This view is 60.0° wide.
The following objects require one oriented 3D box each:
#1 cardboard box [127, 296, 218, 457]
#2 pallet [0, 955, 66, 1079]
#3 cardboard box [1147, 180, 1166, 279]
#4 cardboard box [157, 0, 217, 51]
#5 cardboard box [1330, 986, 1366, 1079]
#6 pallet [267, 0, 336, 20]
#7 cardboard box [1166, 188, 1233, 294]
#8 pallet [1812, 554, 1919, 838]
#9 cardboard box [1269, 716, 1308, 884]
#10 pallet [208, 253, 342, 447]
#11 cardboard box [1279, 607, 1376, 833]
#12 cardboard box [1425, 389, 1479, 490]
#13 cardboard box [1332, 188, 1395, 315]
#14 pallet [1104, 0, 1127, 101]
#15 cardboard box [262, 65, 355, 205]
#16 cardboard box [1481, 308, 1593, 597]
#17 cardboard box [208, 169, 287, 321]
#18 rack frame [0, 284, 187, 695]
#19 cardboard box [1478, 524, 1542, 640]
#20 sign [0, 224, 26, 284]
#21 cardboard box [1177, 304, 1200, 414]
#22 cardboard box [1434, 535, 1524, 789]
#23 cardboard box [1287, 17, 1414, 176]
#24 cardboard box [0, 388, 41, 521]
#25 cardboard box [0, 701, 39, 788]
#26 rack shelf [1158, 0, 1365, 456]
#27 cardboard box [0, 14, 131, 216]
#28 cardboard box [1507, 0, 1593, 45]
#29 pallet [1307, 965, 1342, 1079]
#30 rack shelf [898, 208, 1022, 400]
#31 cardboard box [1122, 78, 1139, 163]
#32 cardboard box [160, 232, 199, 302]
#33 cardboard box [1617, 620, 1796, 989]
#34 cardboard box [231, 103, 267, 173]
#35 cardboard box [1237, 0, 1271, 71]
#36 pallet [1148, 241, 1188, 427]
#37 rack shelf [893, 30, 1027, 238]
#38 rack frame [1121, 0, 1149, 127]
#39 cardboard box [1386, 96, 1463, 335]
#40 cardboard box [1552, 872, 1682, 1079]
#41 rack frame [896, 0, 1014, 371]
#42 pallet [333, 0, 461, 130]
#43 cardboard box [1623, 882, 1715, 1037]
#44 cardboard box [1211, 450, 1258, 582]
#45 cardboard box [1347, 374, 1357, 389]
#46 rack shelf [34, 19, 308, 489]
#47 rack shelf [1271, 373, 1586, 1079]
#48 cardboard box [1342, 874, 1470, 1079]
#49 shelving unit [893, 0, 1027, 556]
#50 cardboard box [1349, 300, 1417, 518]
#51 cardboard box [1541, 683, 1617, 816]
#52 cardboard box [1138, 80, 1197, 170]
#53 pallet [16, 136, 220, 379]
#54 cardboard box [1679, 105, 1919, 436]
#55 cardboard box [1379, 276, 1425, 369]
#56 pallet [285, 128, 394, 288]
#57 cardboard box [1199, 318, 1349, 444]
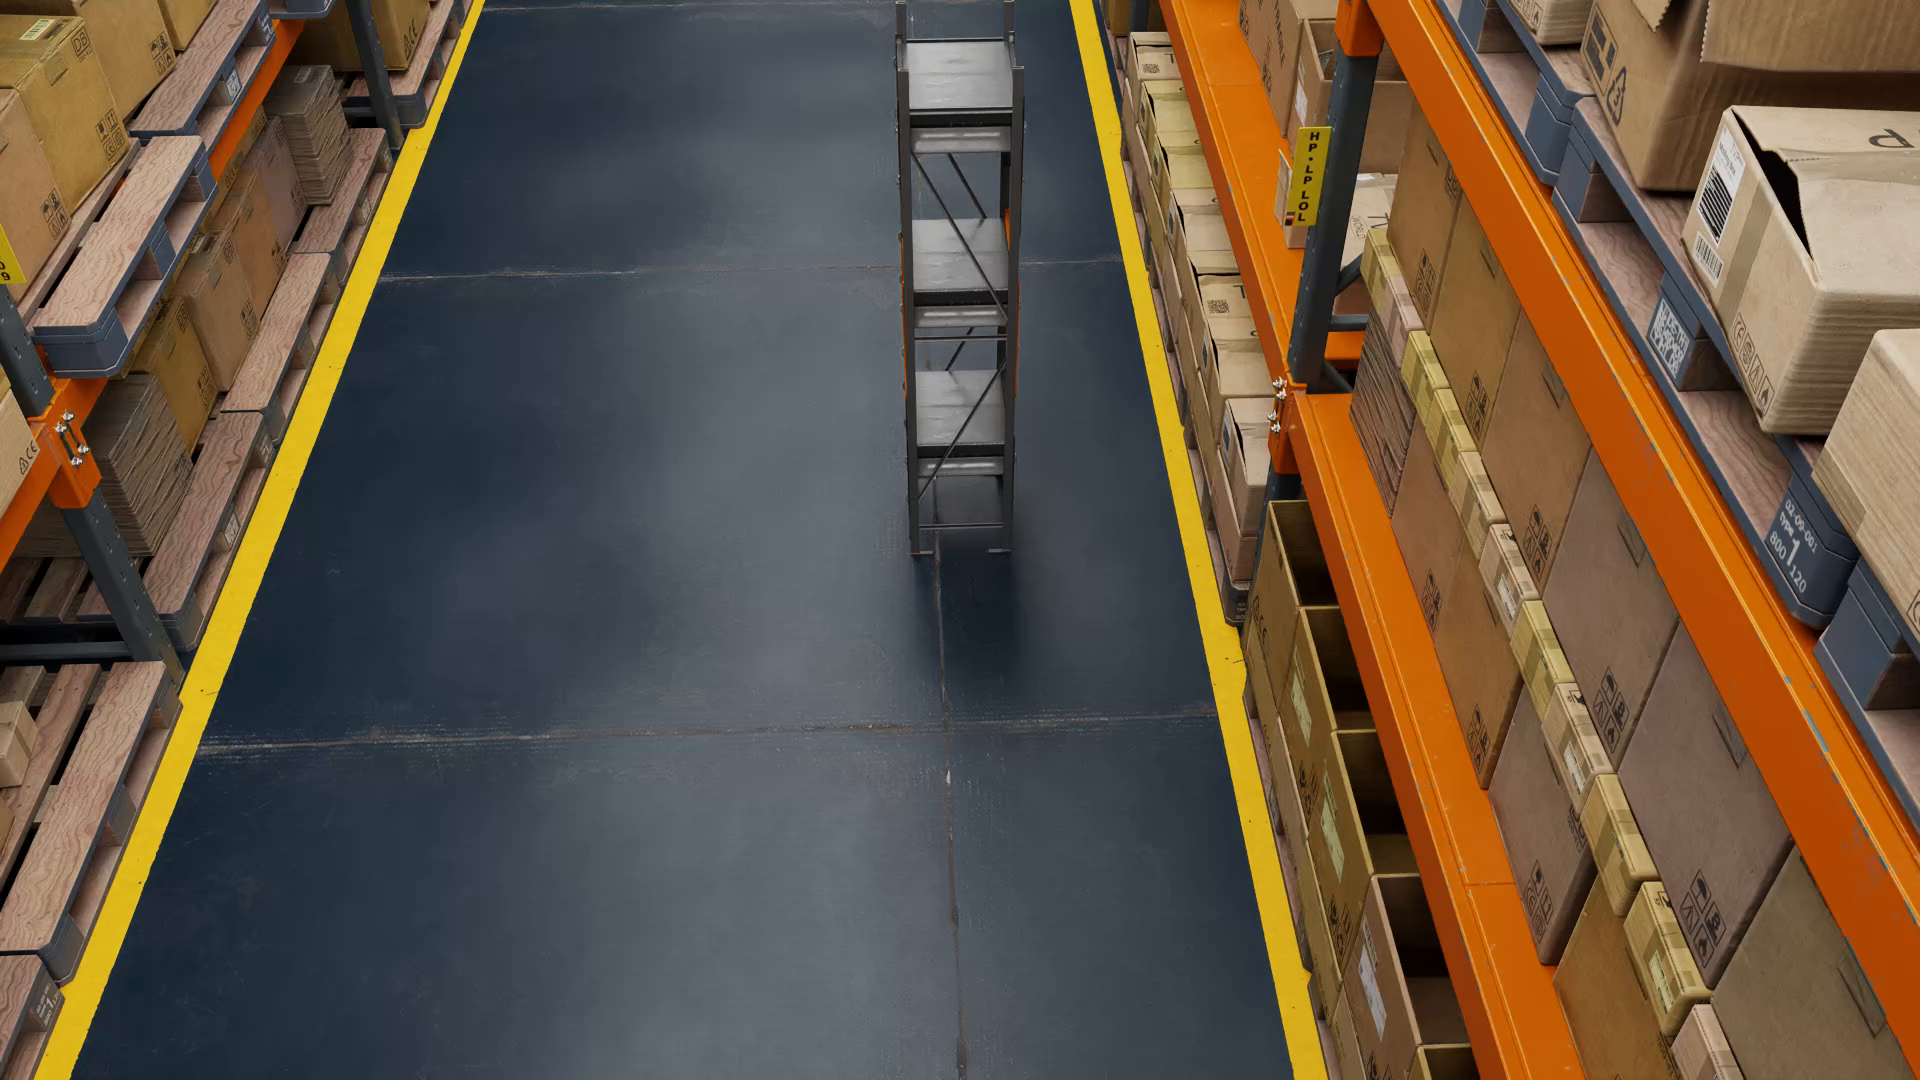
[{"bbox_3d":[-3.501,-0.632,6.744,0.700,0.500,0.500,-2,43,-3],"label":"cardboard box"},{"bbox_3d":[-3.263,1.759,4.675,1.003,0.211,1.213,-2,43,-2],"label":"pallet"},{"bbox_3d":[1.177,-1.481,7.870,0.500,0.250,0.500,-3,43,-3],"label":"cardboard box"},{"bbox_3d":[-3.446,-2.289,6.628,0.700,0.500,0.500,-2,43,-2],"label":"cardboard box"},{"bbox_3d":[1.344,1.501,4.616,0.500,0.250,0.500,-2,43,-2],"label":"cardboard box"},{"bbox_3d":[-3.414,-2.699,7.616,1.213,0.211,1.003,-2,43,-2],"label":"pallet"},{"bbox_3d":[1.199,-1.332,7.293,0.500,0.311,0.500,-2,43,-2],"label":"cardboard box"},{"bbox_3d":[1.734,0.457,1.877,1.003,0.211,1.213,-2,43,-2],"label":"pallet"},{"bbox_3d":[1.301,0.826,5.353,0.500,0.250,0.500,-2,43,-2],"label":"cardboard box"},{"bbox_3d":[-3.471,-0.870,7.543,1.003,0.211,1.213,-2,43,-2],"label":"pallet"},{"bbox_3d":[1.304,0.550,5.099,0.500,0.500,0.500,-2,43,-2],"label":"cardboard box"},{"bbox_3d":[1.422,-0.260,4.260,0.380,0.149,0.250,-2,43,-2],"label":"cardboard box"},{"bbox_3d":[1.503,-0.968,5.697,0.500,0.250,0.500,1,43,1],"label":"cardboard box"},{"bbox_3d":[1.404,-2.869,9.724,1.003,0.211,1.213,-2,43,-2],"label":"pallet"},{"bbox_3d":[-3.468,-2.004,8.240,0.700,0.500,0.500,-1,43,-1],"label":"cardboard box"},{"bbox_3d":[1.636,-0.228,3.745,0.700,0.500,0.500,-2,43,-2],"label":"cardboard box"},{"bbox_3d":[-3.513,-1.318,7.492,0.700,0.500,0.500,-2,43,-2],"label":"cardboard box"},{"bbox_3d":[-3.381,-0.547,5.127,1.000,3.000,0.127,-2,43,-2],"label":"rack frame"},{"bbox_3d":[1.445,0.089,3.879,0.380,0.149,0.250,-3,43,-3],"label":"cardboard box"},{"bbox_3d":[-2.839,-0.887,4.857,0.100,0.325,0.005,-2,43,-2],"label":"sign"},{"bbox_3d":[1.219,-0.792,7.118,0.500,0.250,0.500,-1,43,-1],"label":"cardboard box"},{"bbox_3d":[1.639,0.265,4.167,0.700,0.500,0.500,-1,43,-1],"label":"cardboard box"},{"bbox_3d":[1.529,-1.603,6.205,0.500,0.500,0.500,1,43,1],"label":"cardboard box"},{"bbox_3d":[-3.058,-0.188,4.832,0.500,0.250,0.500,-2,43,-2],"label":"cardboard box"},{"bbox_3d":[-3.328,0.695,5.543,0.380,0.166,0.250,-7,43,-7],"label":"cardboard box"},{"bbox_3d":[1.483,-1.777,7.001,1.077,0.370,4.000,-2,43,-2],"label":"rack shelf"},{"bbox_3d":[-3.385,-1.468,5.732,0.700,0.500,0.500,2,43,3],"label":"cardboard box"},{"bbox_3d":[1.349,-1.259,3.335,0.500,0.311,0.500,-4,43,-4],"label":"cardboard box"},{"bbox_3d":[1.615,1.700,4.739,1.003,0.211,1.213,-2,43,-2],"label":"pallet"},{"bbox_3d":[-0.007,-0.876,6.172,0.431,0.518,0.480,-2,43,-2],"label":"rack shelf"},{"bbox_3d":[1.127,-2.171,8.623,0.500,0.250,0.500,-2,43,-2],"label":"cardboard box"},{"bbox_3d":[-3.477,-1.209,6.819,0.500,0.250,0.500,-3,43,-3],"label":"cardboard box"},{"bbox_3d":[1.678,0.447,3.008,0.700,0.500,0.500,-1,43,-2],"label":"cardboard box"},{"bbox_3d":[-3.507,-1.894,7.565,0.500,0.250,0.500,-1,43,-1],"label":"cardboard box"},{"bbox_3d":[1.486,-2.297,6.962,0.500,0.500,0.500,-4,43,-4],"label":"cardboard box"},{"bbox_3d":[1.443,-0.986,7.669,1.003,0.211,1.213,-2,43,-2],"label":"pallet"},{"bbox_3d":[-0.007,-1.392,5.699,0.431,0.518,0.480,-2,43,-2],"label":"rack shelf"},{"bbox_3d":[1.398,-3.392,8.231,1.000,3.000,0.127,-2,43,-2],"label":"rack frame"},{"bbox_3d":[1.593,-0.908,4.486,0.700,0.500,0.500,-1,43,-2],"label":"cardboard box"},{"bbox_3d":[1.688,0.966,3.402,0.700,0.500,0.500,-1,43,-2],"label":"cardboard box"},{"bbox_3d":[-0.017,-1.051,6.342,0.400,2.100,0.015,-2,43,-2],"label":"rack frame"},{"bbox_3d":[-3.509,-2.754,9.598,1.003,0.211,1.213,-2,43,-2],"label":"pallet"},{"bbox_3d":[1.488,0.784,3.121,0.380,0.149,0.250,0,43,0],"label":"cardboard box"},{"bbox_3d":[1.261,-0.105,6.368,0.500,0.250,0.500,-2,43,-2],"label":"cardboard box"},{"bbox_3d":[1.783,-0.664,6.564,0.500,0.311,0.500,-2,43,-2],"label":"cardboard box"},{"bbox_3d":[-3.466,-1.632,6.843,1.077,0.370,4.000,-2,43,-2],"label":"rack shelf"},{"bbox_3d":[1.653,0.923,4.055,1.077,0.370,4.000,-2,43,-2],"label":"rack shelf"},{"bbox_3d":[1.341,1.225,4.363,0.500,0.500,0.500,-2,43,-2],"label":"cardboard box"},{"bbox_3d":[-0.007,-0.886,6.162,0.431,2.100,0.503,-2,43,-2],"label":"shelving unit"},{"bbox_3d":[1.593,-0.429,4.925,0.700,0.500,0.500,-3,43,-3],"label":"cardboard box"},{"bbox_3d":[1.463,0.433,3.504,0.380,0.149,0.250,-2,43,-2],"label":"cardboard box"},{"bbox_3d":[1.158,-2.024,8.047,0.500,0.311,0.500,-3,43,-3],"label":"cardboard box"},{"bbox_3d":[-3.268,-0.997,5.759,1.003,0.211,1.213,-2,43,-2],"label":"pallet"},{"bbox_3d":[1.402,-0.416,2.416,0.500,0.311,0.500,3,43,3],"label":"cardboard box"},{"bbox_3d":[1.397,-0.612,4.643,0.380,0.149,0.250,-1,43,-1],"label":"cardboard box"},{"bbox_3d":[-3.519,-1.692,8.440,1.003,0.211,1.213,-2,43,-2],"label":"pallet"},{"bbox_3d":[1.236,-0.656,6.555,0.500,0.311,0.500,-1,43,-1],"label":"cardboard box"}]
